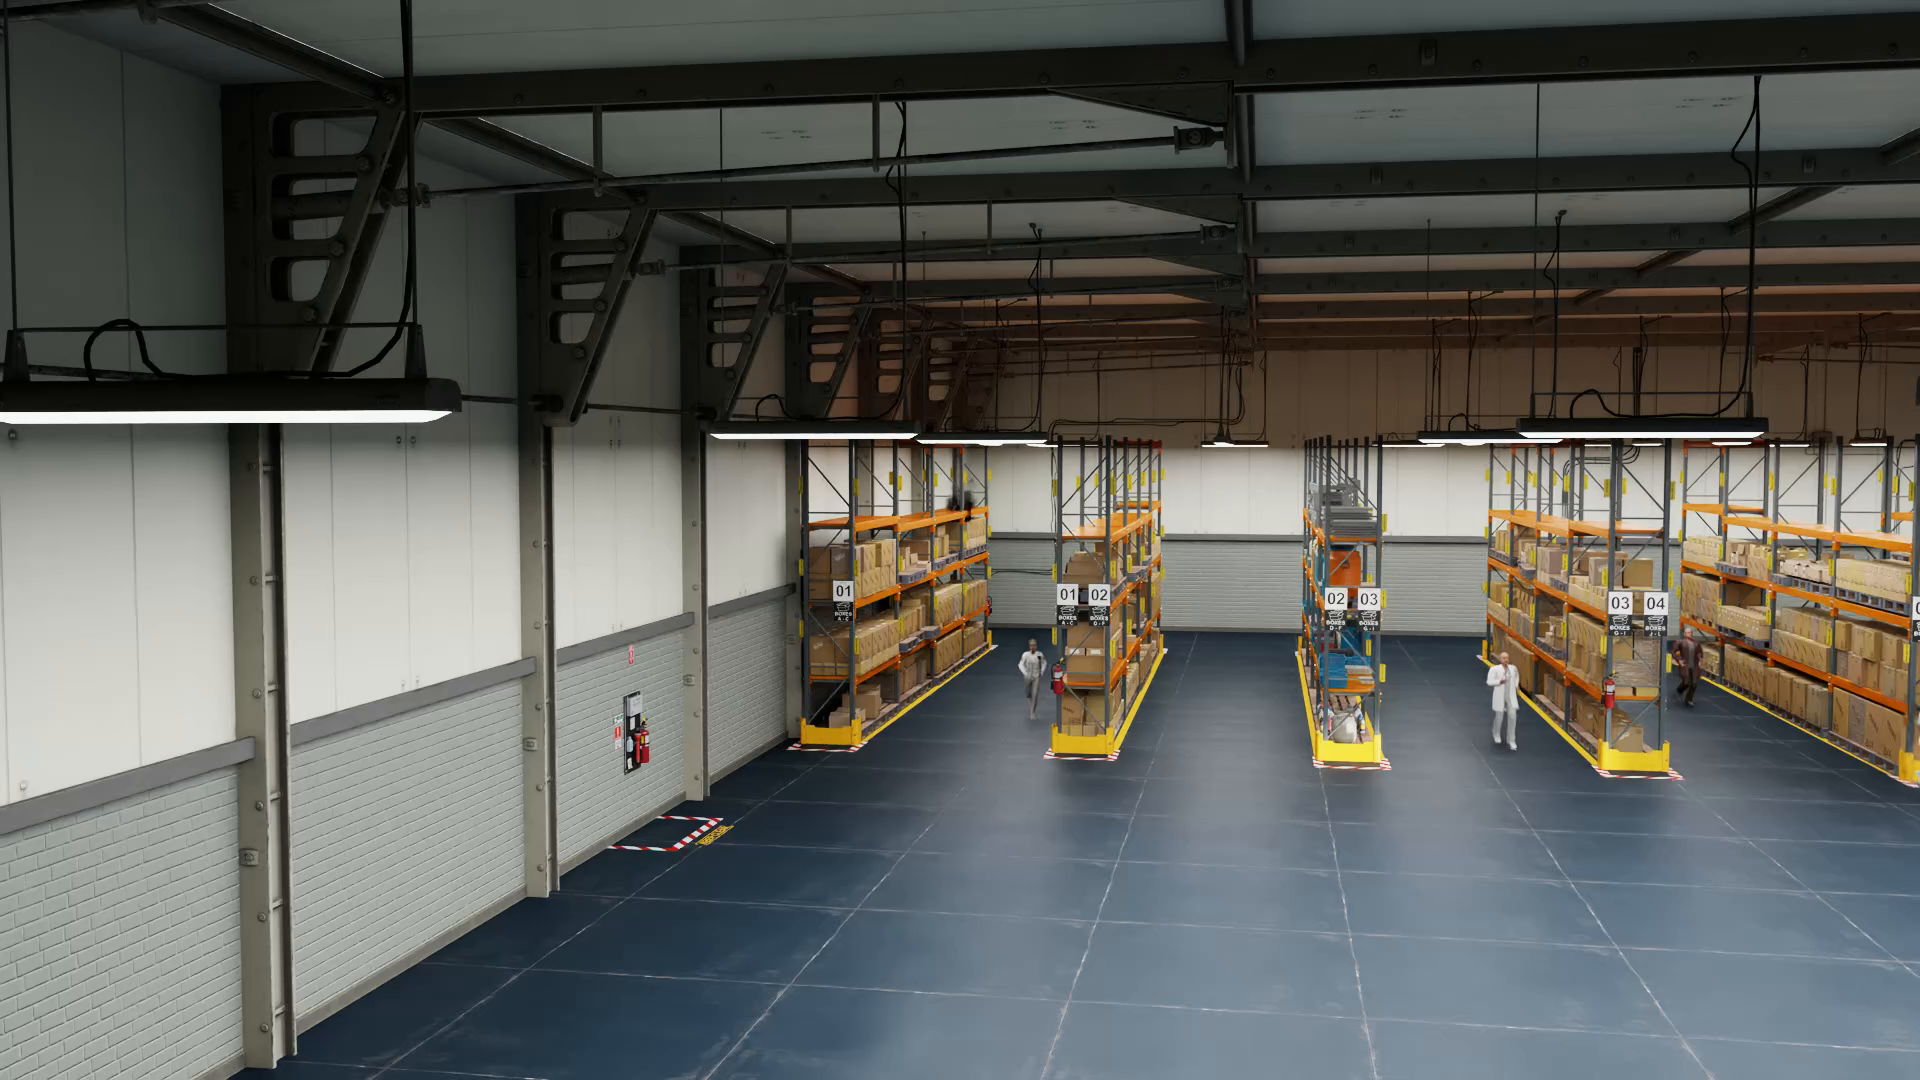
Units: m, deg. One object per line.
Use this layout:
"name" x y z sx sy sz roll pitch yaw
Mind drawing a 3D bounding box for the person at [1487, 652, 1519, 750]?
"person" 10.496 3.076 32.082 0.690 1.819 0.910 0 3 2

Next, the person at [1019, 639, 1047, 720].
"person" 1.562 2.974 35.830 0.592 1.687 1.027 0 3 9

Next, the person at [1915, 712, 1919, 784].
"person" 16.091 3.364 27.505 0.728 1.733 0.628 -2 4 -31

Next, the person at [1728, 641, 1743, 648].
"person" 21.344 2.412 45.803 0.683 1.680 0.579 0 3 -2

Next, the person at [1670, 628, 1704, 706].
"person" 16.315 2.841 37.230 0.708 1.726 0.660 0 3 2
